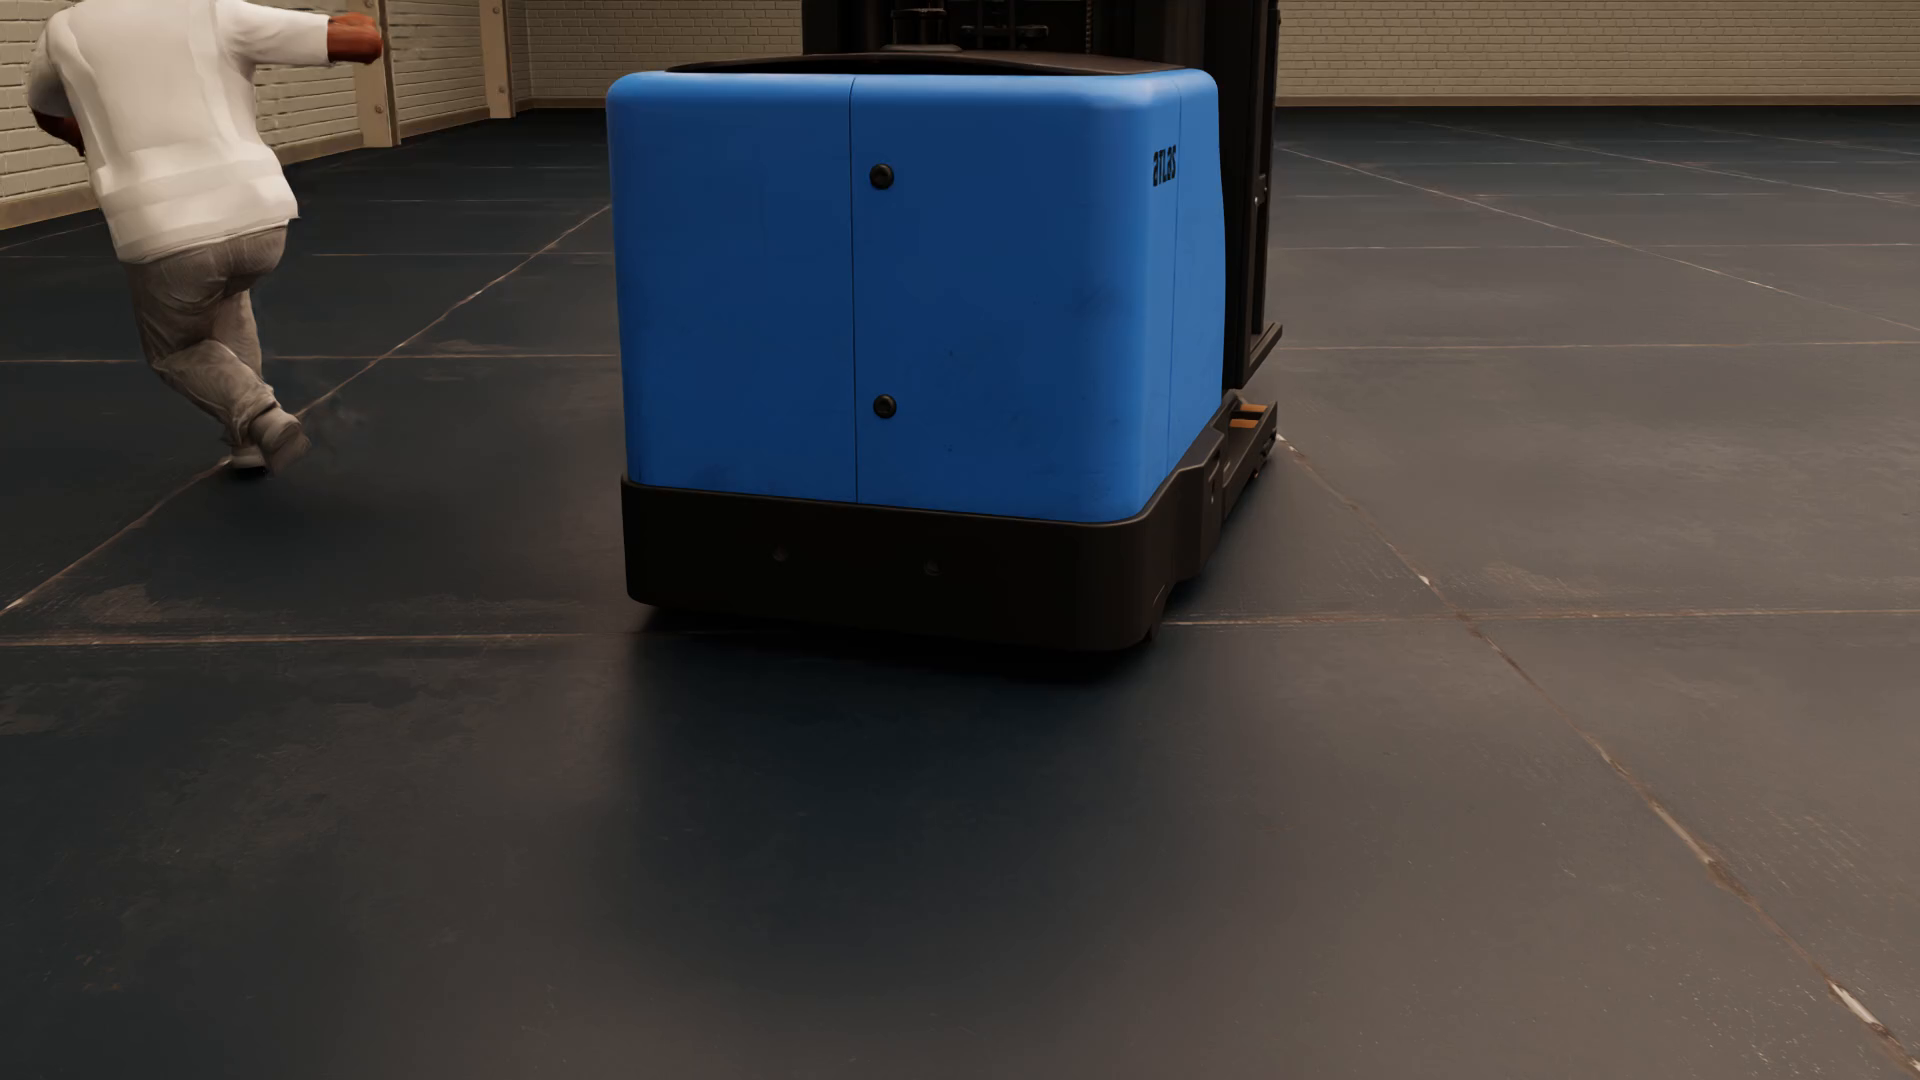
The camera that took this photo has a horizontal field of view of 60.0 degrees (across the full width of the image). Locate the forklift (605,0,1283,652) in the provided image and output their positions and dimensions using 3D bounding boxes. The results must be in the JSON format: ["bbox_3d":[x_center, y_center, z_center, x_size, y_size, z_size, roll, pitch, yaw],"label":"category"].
[{"bbox_3d":[0.255,-1.590,4.104,1.130,2.935,3.031,5,18,16],"label":"forklift"}]

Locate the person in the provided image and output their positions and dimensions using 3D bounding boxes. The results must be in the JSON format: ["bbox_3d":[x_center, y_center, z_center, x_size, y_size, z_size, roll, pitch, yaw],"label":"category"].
[{"bbox_3d":[-1.934,-0.909,4.380,0.850,1.480,1.103,-10,20,-29],"label":"person"}]
